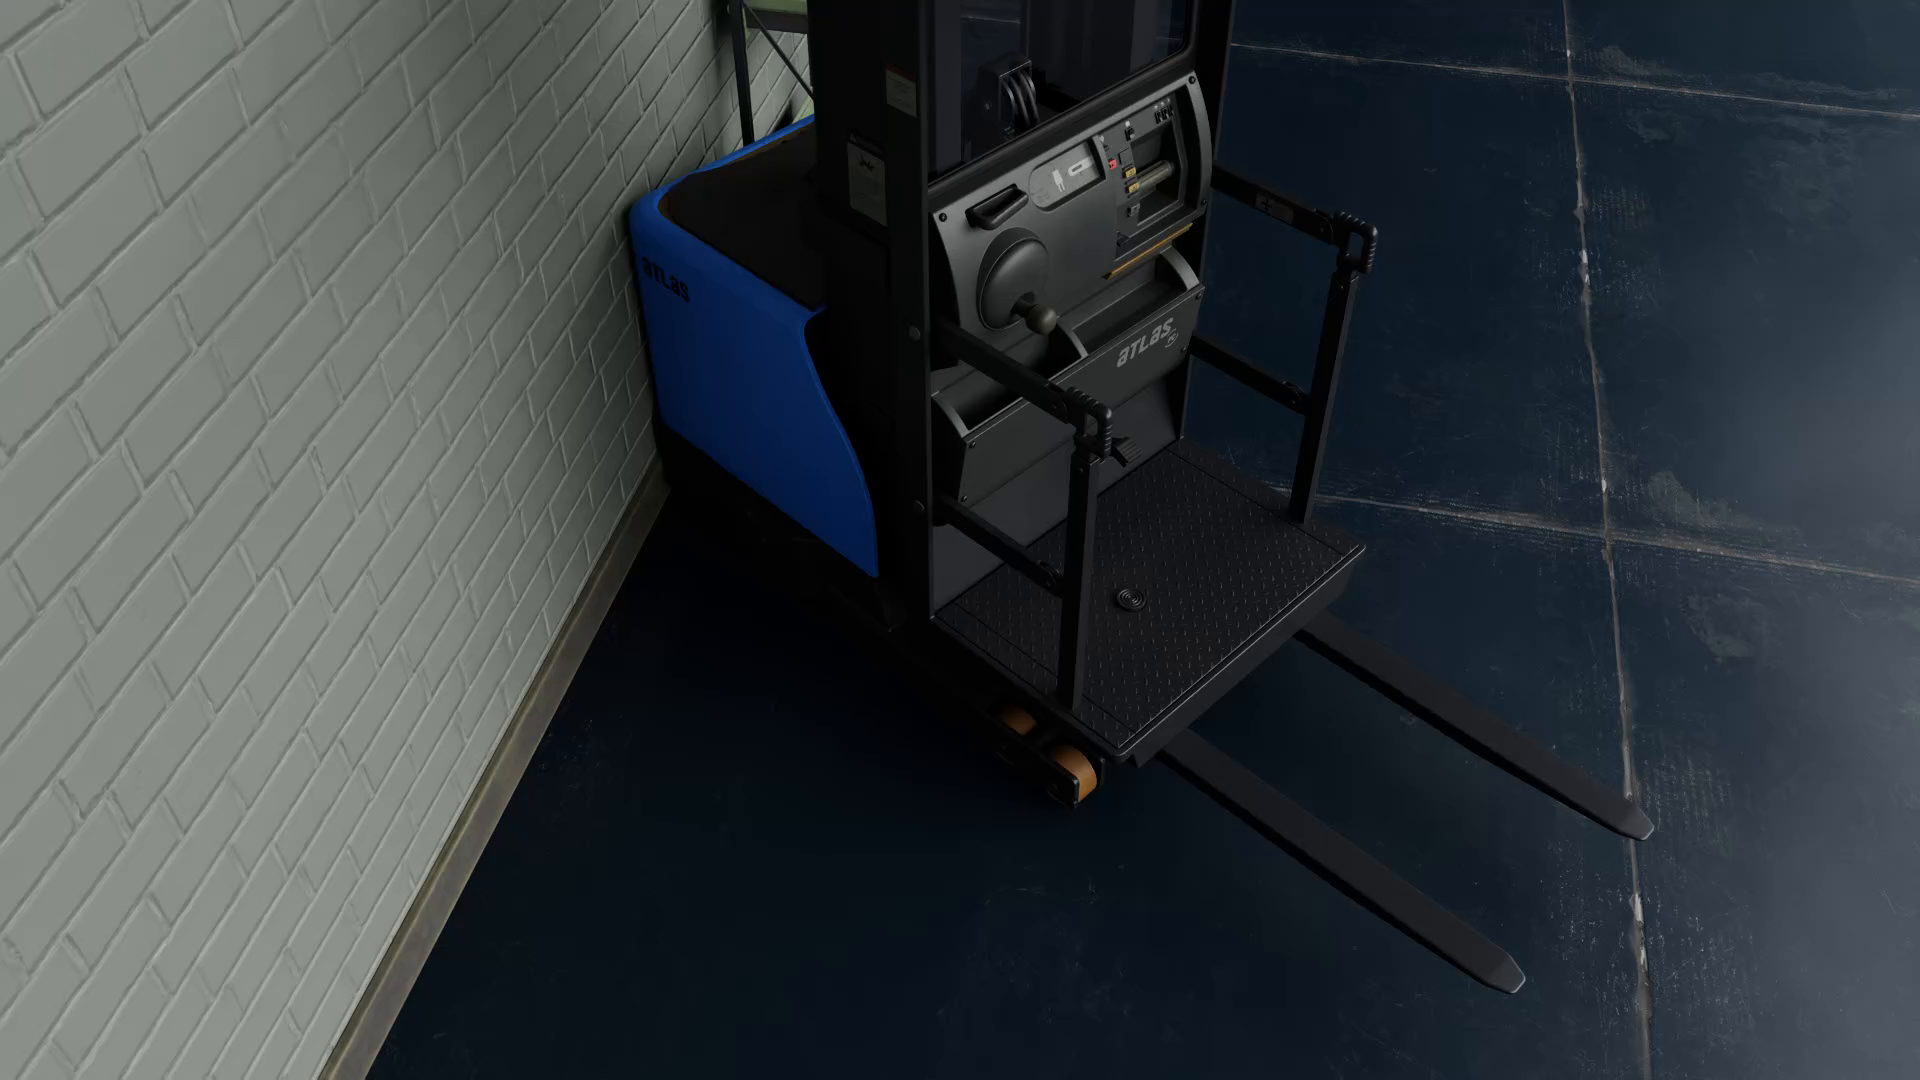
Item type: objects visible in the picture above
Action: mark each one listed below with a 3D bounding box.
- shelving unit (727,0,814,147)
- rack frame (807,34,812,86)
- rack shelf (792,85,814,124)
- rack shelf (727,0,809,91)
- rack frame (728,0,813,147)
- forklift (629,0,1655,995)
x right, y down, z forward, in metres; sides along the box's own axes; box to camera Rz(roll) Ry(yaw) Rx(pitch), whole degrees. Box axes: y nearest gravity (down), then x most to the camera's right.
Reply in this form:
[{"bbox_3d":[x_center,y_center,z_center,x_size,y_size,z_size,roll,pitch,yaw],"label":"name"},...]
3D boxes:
[{"bbox_3d":[-0.435,-1.500,5.727,0.431,1.500,0.755,9,45,9],"label":"shelving unit"},{"bbox_3d":[-0.352,-1.748,5.984,0.400,1.500,0.023,9,45,9],"label":"rack frame"},{"bbox_3d":[-0.435,-1.266,5.953,0.431,0.370,0.720,9,45,9],"label":"rack shelf"},{"bbox_3d":[-0.435,-1.782,5.457,0.431,0.370,0.720,9,45,9],"label":"rack shelf"},{"bbox_3d":[-0.517,-1.253,5.470,0.400,1.500,0.023,9,45,9],"label":"rack frame"},{"bbox_3d":[0.441,-0.751,3.916,3.031,2.935,1.130,35,54,31],"label":"forklift"}]
